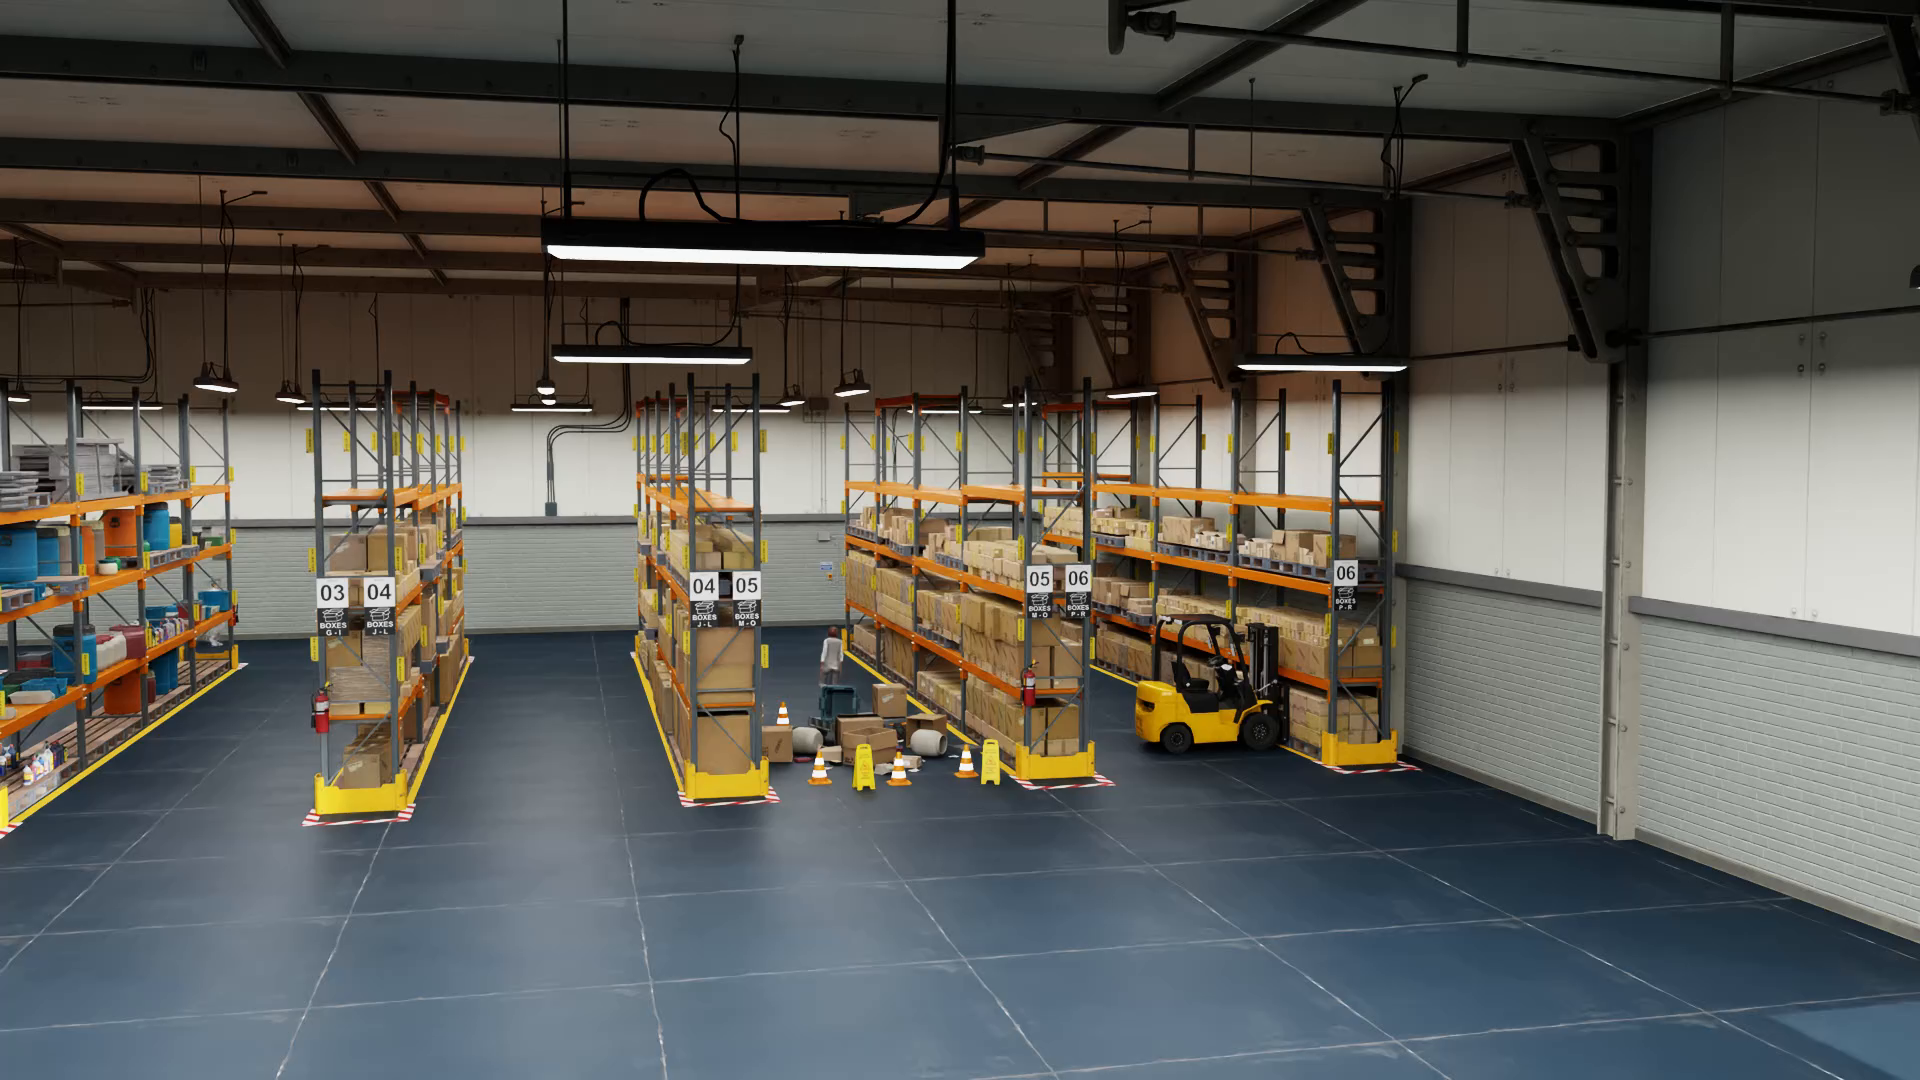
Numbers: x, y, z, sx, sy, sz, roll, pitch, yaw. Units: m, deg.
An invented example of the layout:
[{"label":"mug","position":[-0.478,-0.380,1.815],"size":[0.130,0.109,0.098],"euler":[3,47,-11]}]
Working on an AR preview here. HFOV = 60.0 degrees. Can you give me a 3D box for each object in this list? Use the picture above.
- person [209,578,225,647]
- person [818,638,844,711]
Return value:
[{"label":"person","position":[-18.334,1.781,41.075],"size":[0.393,1.690,0.508],"euler":[-1,3,-13]},{"label":"person","position":[-2.421,2.510,31.082],"size":[0.497,1.384,0.355],"euler":[-1,3,-14]}]
